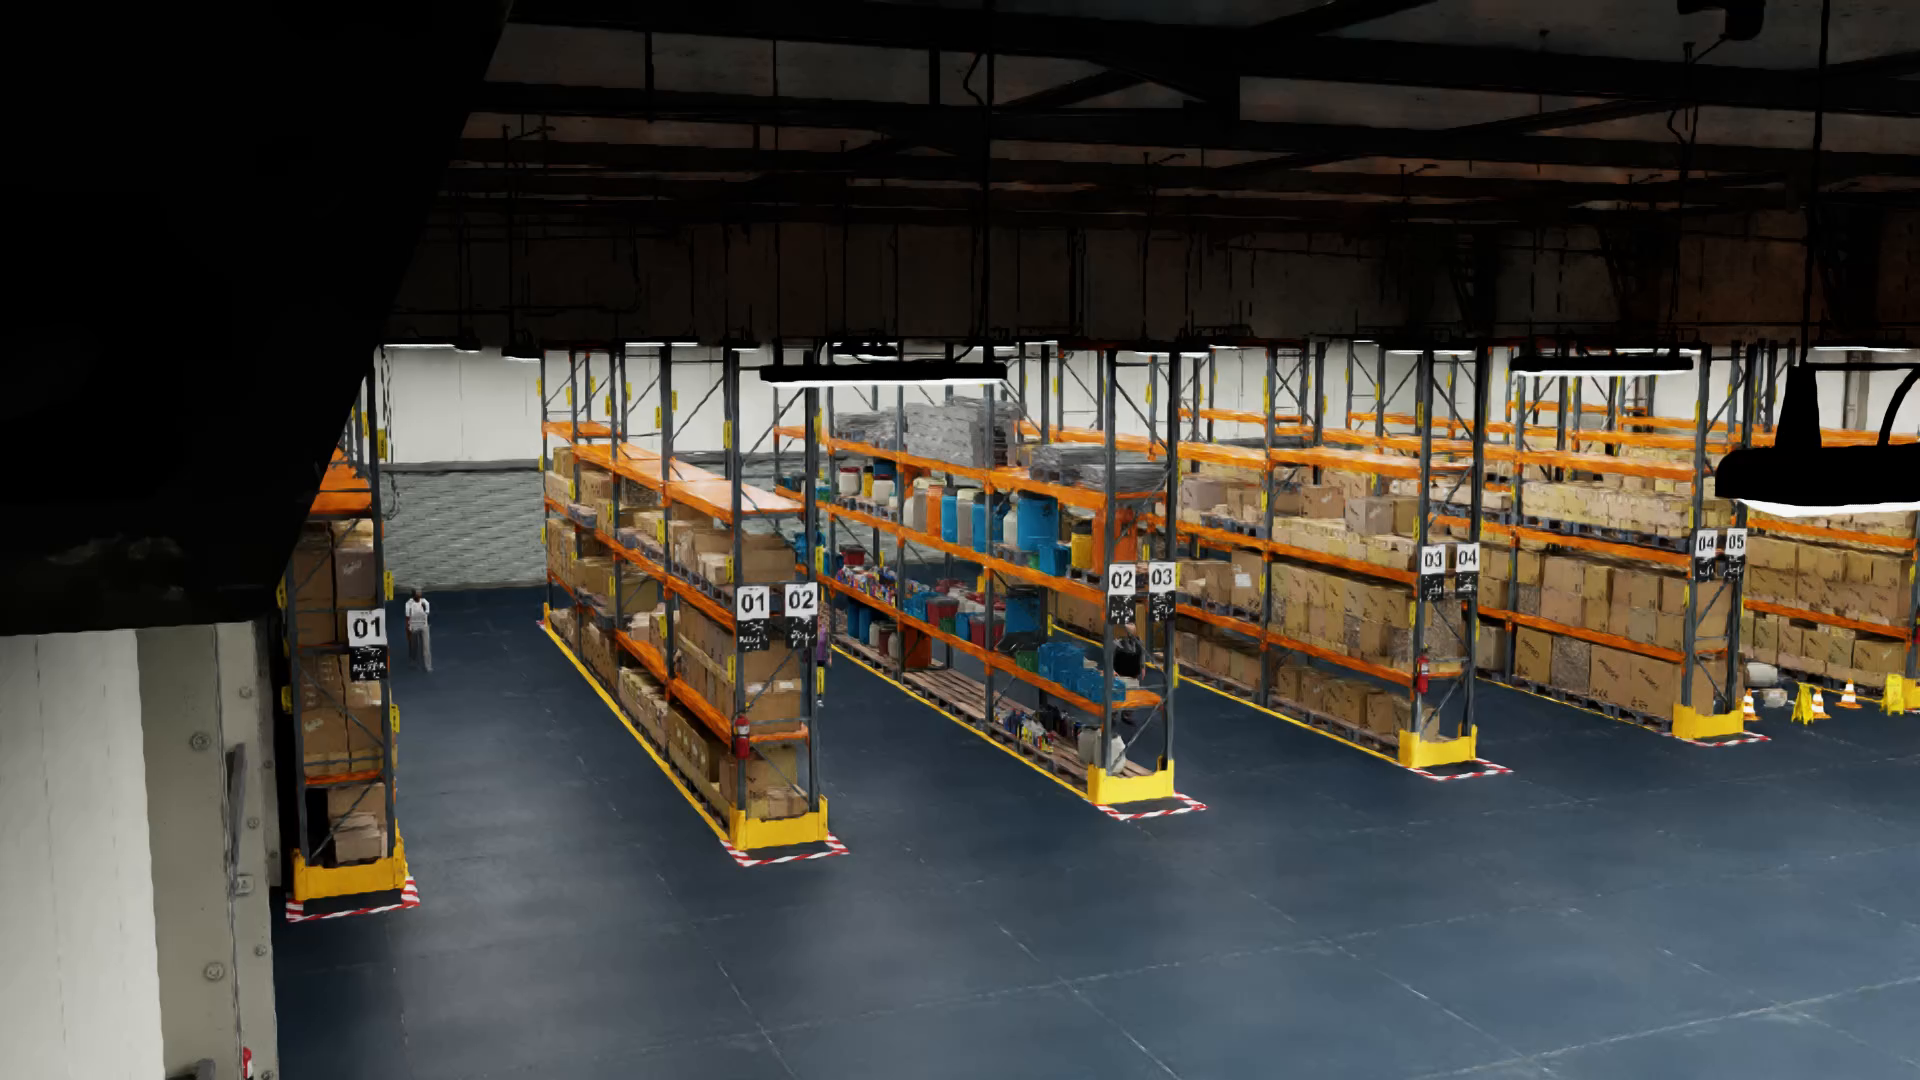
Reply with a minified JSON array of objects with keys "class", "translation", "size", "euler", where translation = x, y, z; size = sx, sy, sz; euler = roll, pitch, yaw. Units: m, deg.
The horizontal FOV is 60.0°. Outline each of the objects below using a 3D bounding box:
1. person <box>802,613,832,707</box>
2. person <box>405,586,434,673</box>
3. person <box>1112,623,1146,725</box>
[{"class":"person","translation":[-2.376,1.957,27.760],"size":[0.432,1.539,0.947],"euler":[-3,8,-23]},{"class":"person","translation":[-9.859,1.597,30.248],"size":[0.455,1.587,1.088],"euler":[-3,8,-23]},{"class":"person","translation":[2.612,2.110,26.206],"size":[0.677,1.671,0.534],"euler":[-3,8,-23]}]
